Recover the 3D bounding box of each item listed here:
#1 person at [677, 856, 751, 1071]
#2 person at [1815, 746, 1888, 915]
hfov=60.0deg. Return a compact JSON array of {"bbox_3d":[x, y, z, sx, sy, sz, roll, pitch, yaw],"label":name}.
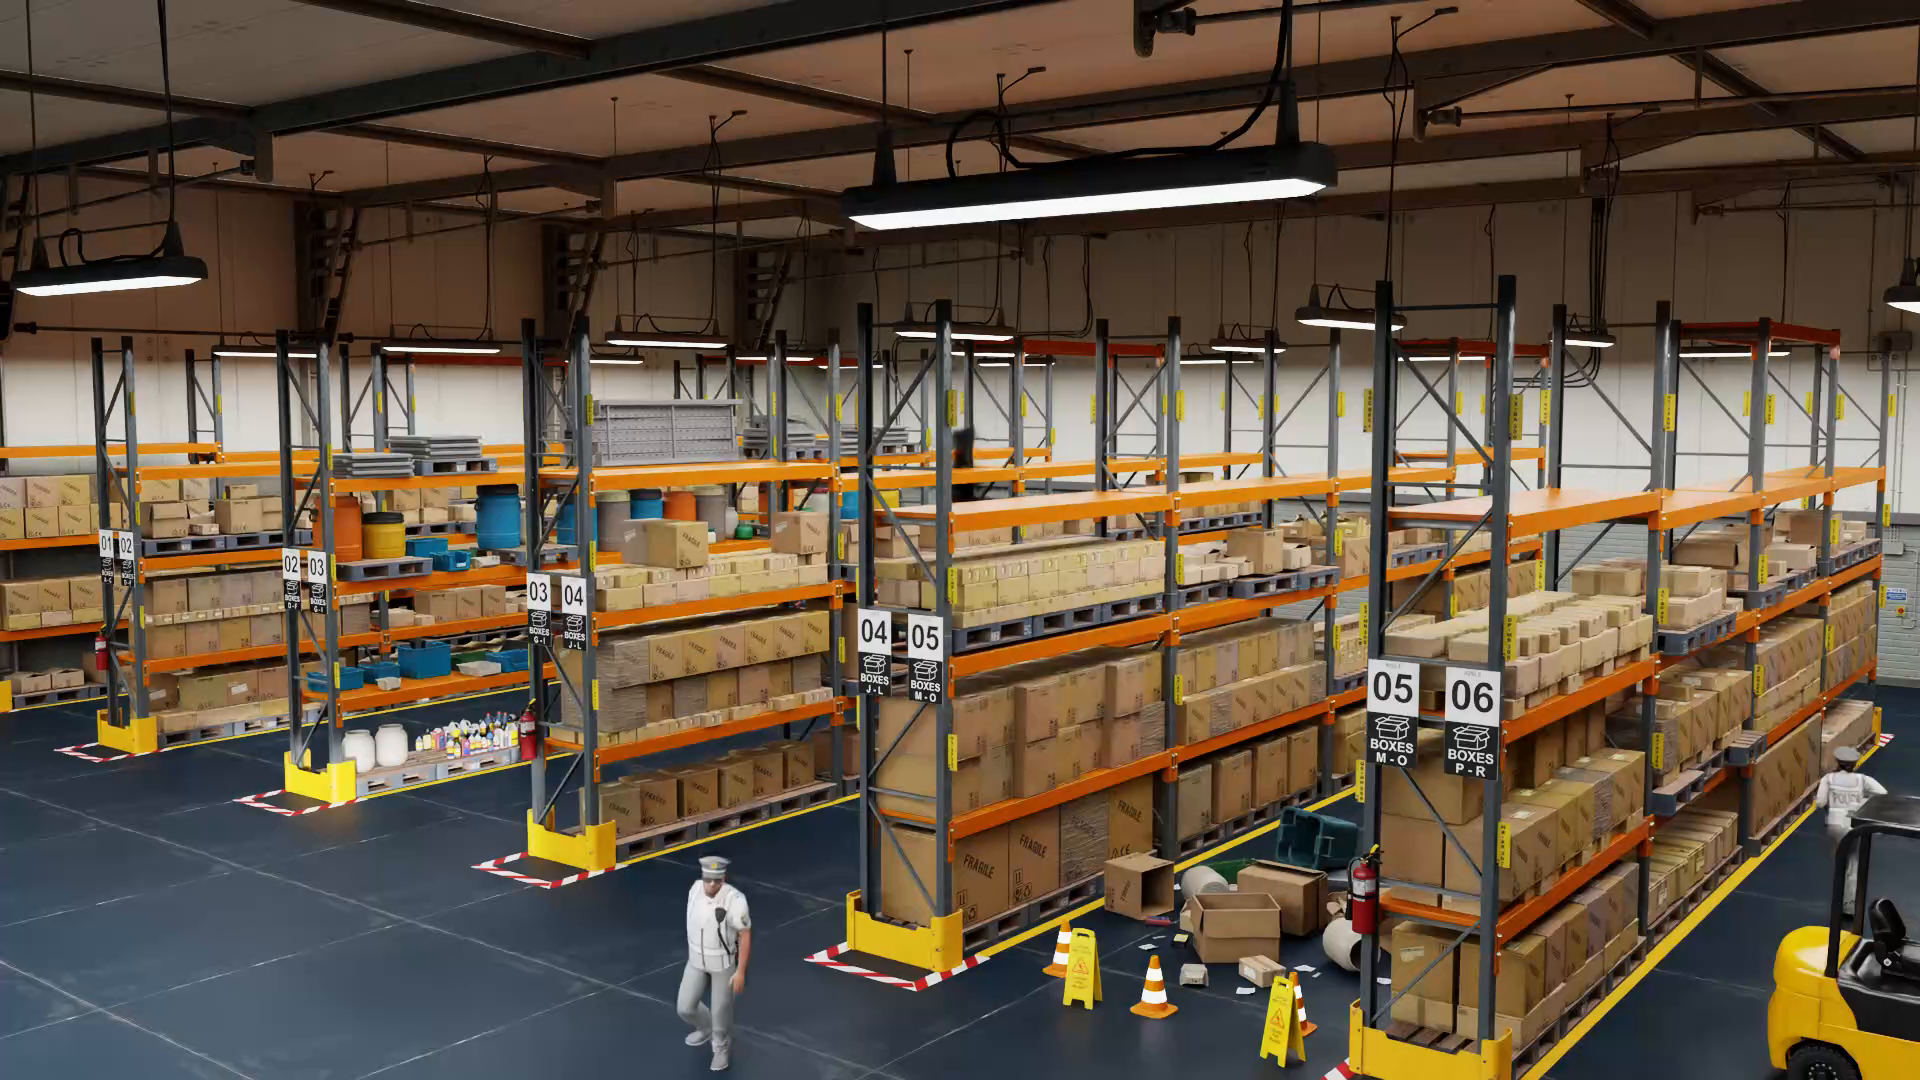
[{"bbox_3d":[-1.879,3.219,12.736,0.708,1.699,0.585,2,5,19],"label":"person"},{"bbox_3d":[8.928,2.907,16.700,0.621,1.605,0.749,2,5,20],"label":"person"}]
